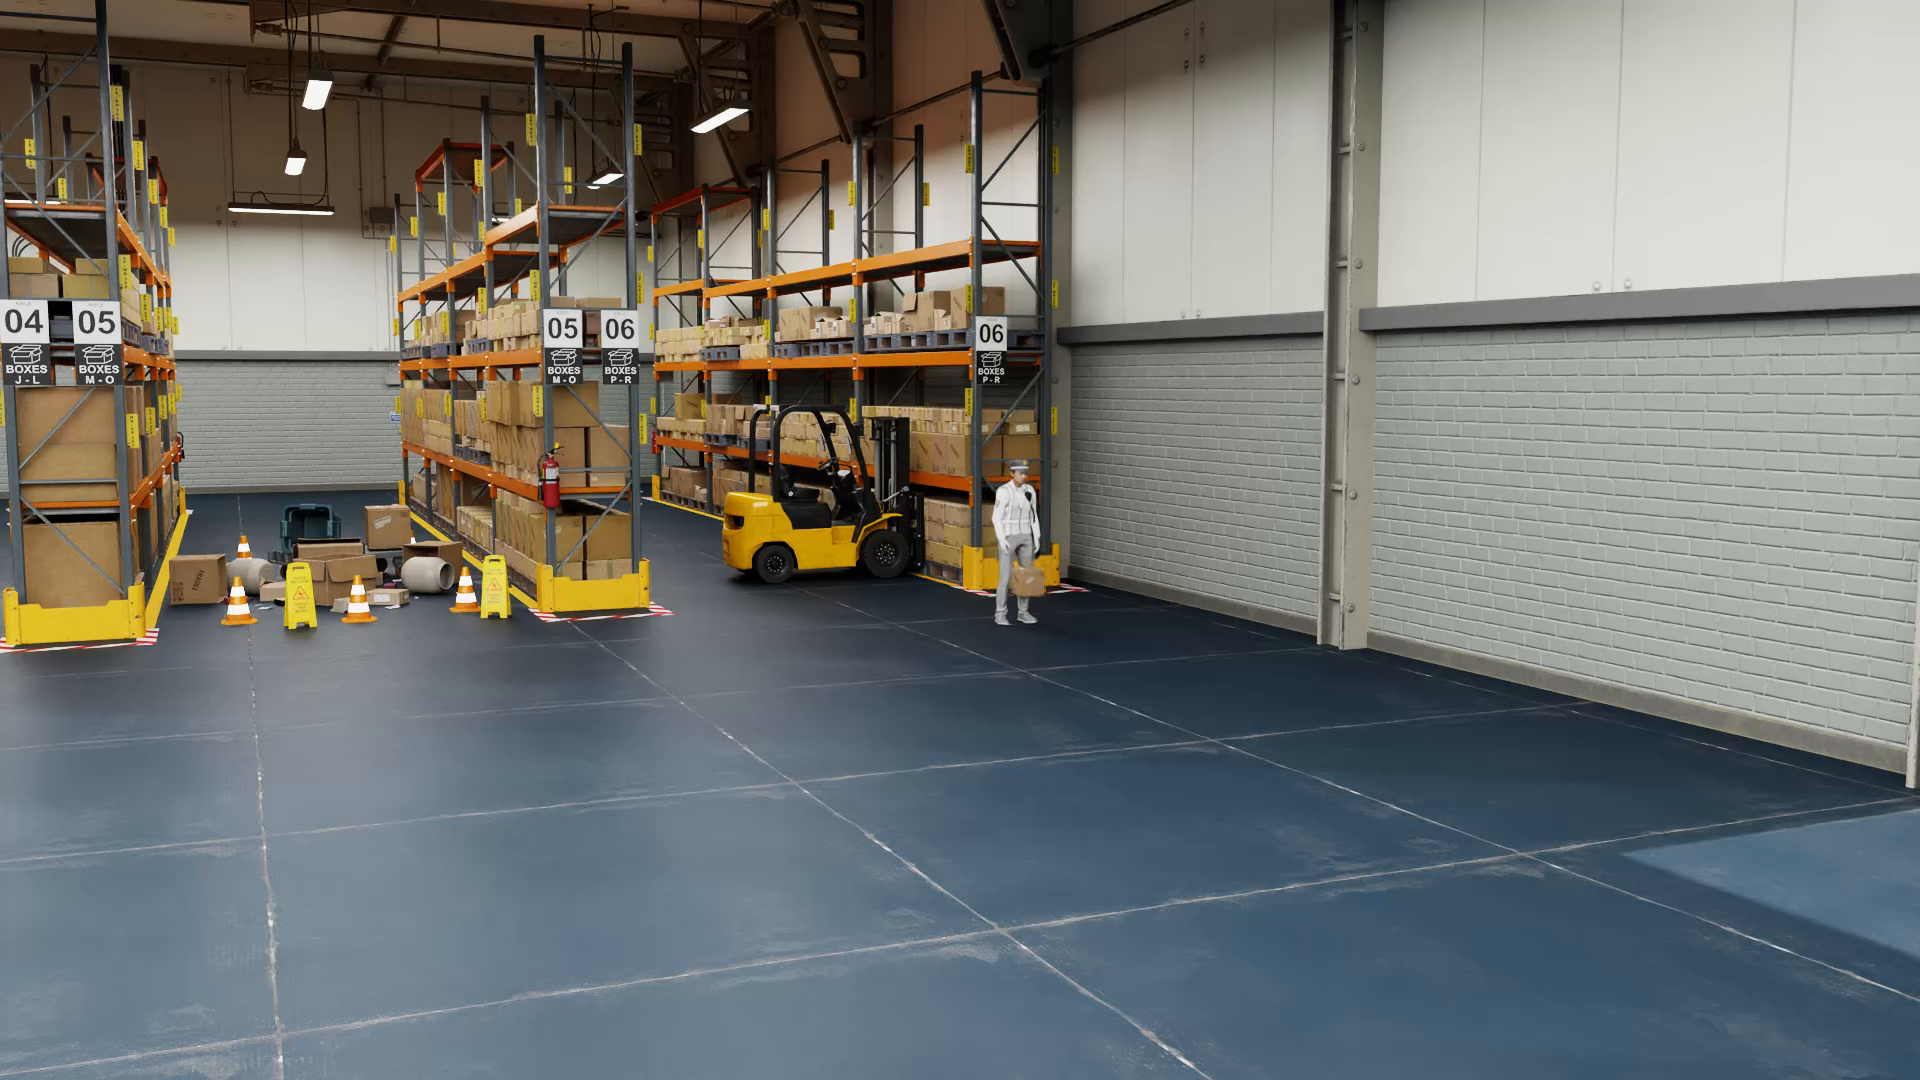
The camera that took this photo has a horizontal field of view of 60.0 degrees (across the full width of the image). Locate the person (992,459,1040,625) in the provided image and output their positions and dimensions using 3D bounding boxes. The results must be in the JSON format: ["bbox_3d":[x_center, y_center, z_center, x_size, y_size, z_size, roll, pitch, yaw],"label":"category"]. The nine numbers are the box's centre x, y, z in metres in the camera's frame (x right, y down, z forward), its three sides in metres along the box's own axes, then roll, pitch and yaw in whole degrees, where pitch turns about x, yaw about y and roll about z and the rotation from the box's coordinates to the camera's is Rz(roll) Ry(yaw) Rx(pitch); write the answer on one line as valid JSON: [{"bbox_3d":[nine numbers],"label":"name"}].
[{"bbox_3d":[0.572,0.010,16.842,0.509,1.671,0.361,-3,6,-25],"label":"person"}]
